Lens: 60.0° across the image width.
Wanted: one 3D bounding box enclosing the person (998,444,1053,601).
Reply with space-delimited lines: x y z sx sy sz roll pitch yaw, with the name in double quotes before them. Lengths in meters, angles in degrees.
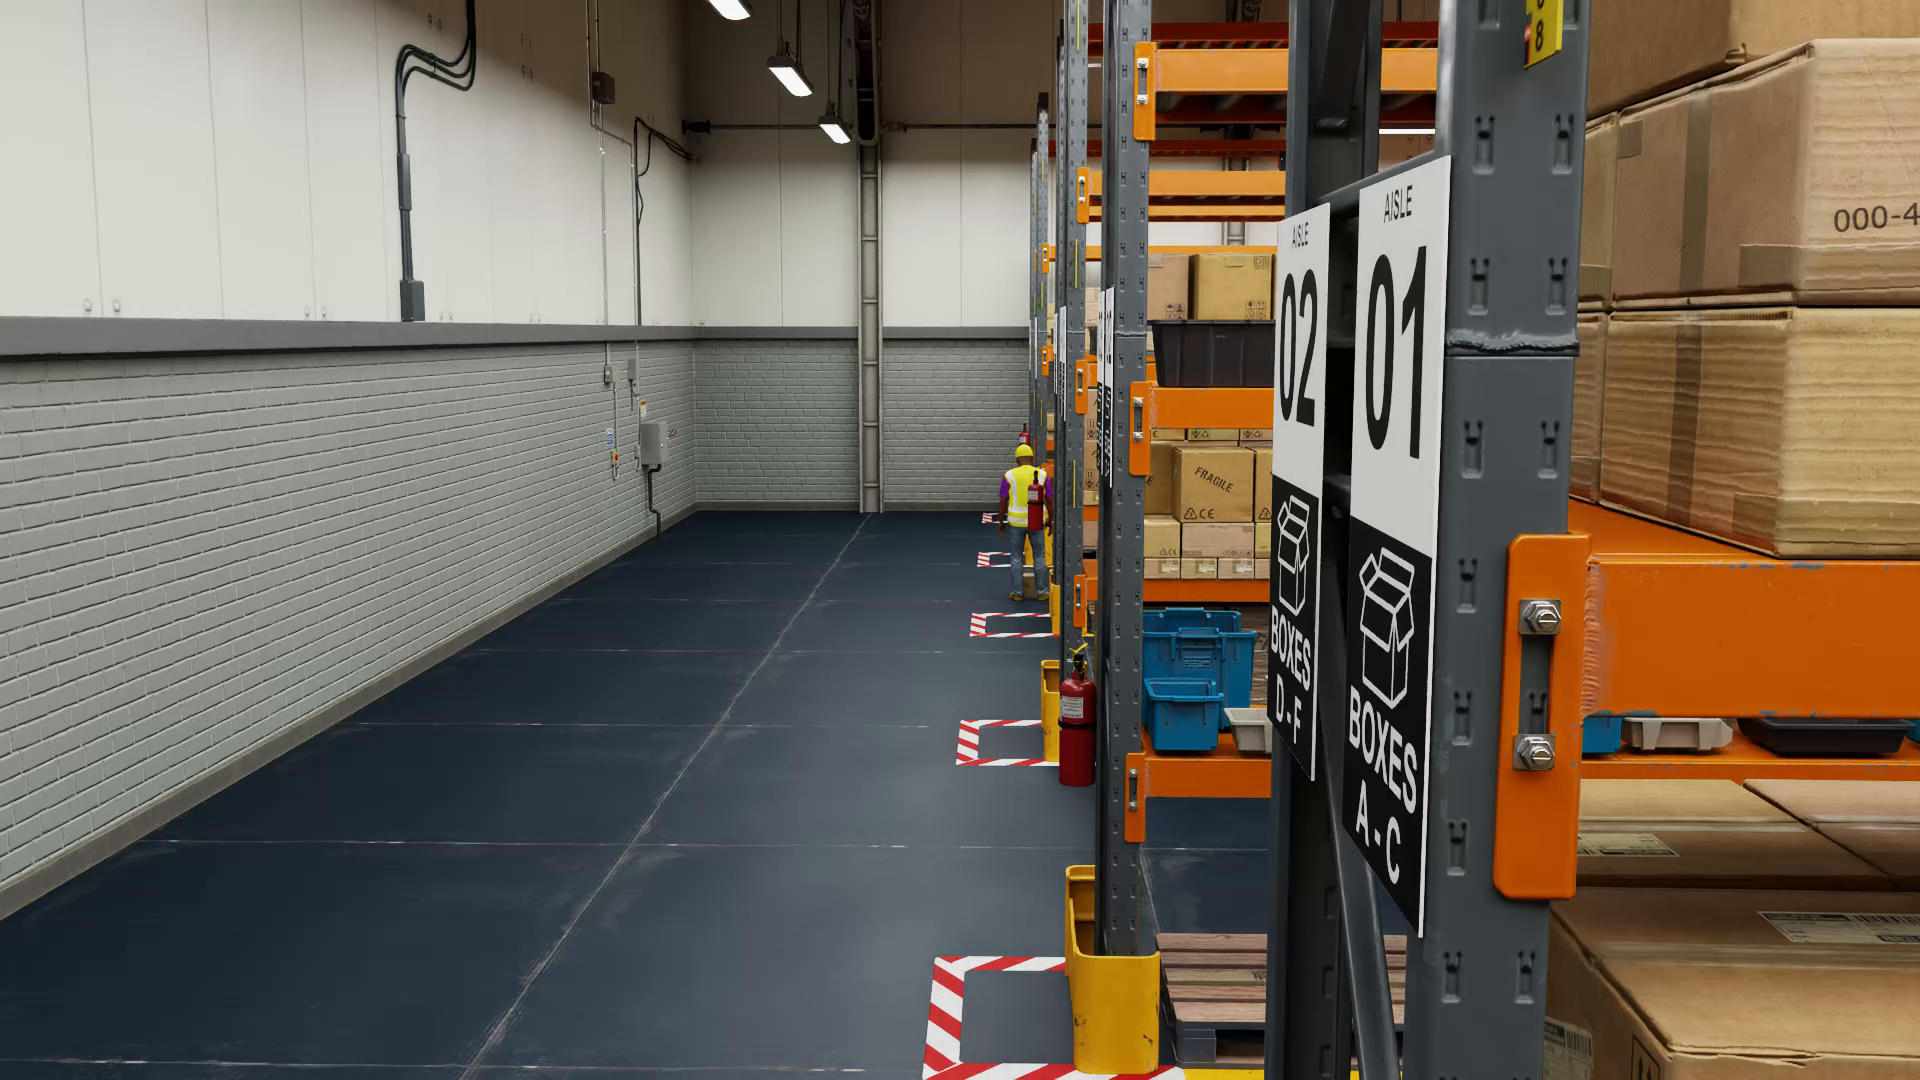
"person" 0.745 -0.199 18.777 0.635 1.761 0.455 0 7 -2
